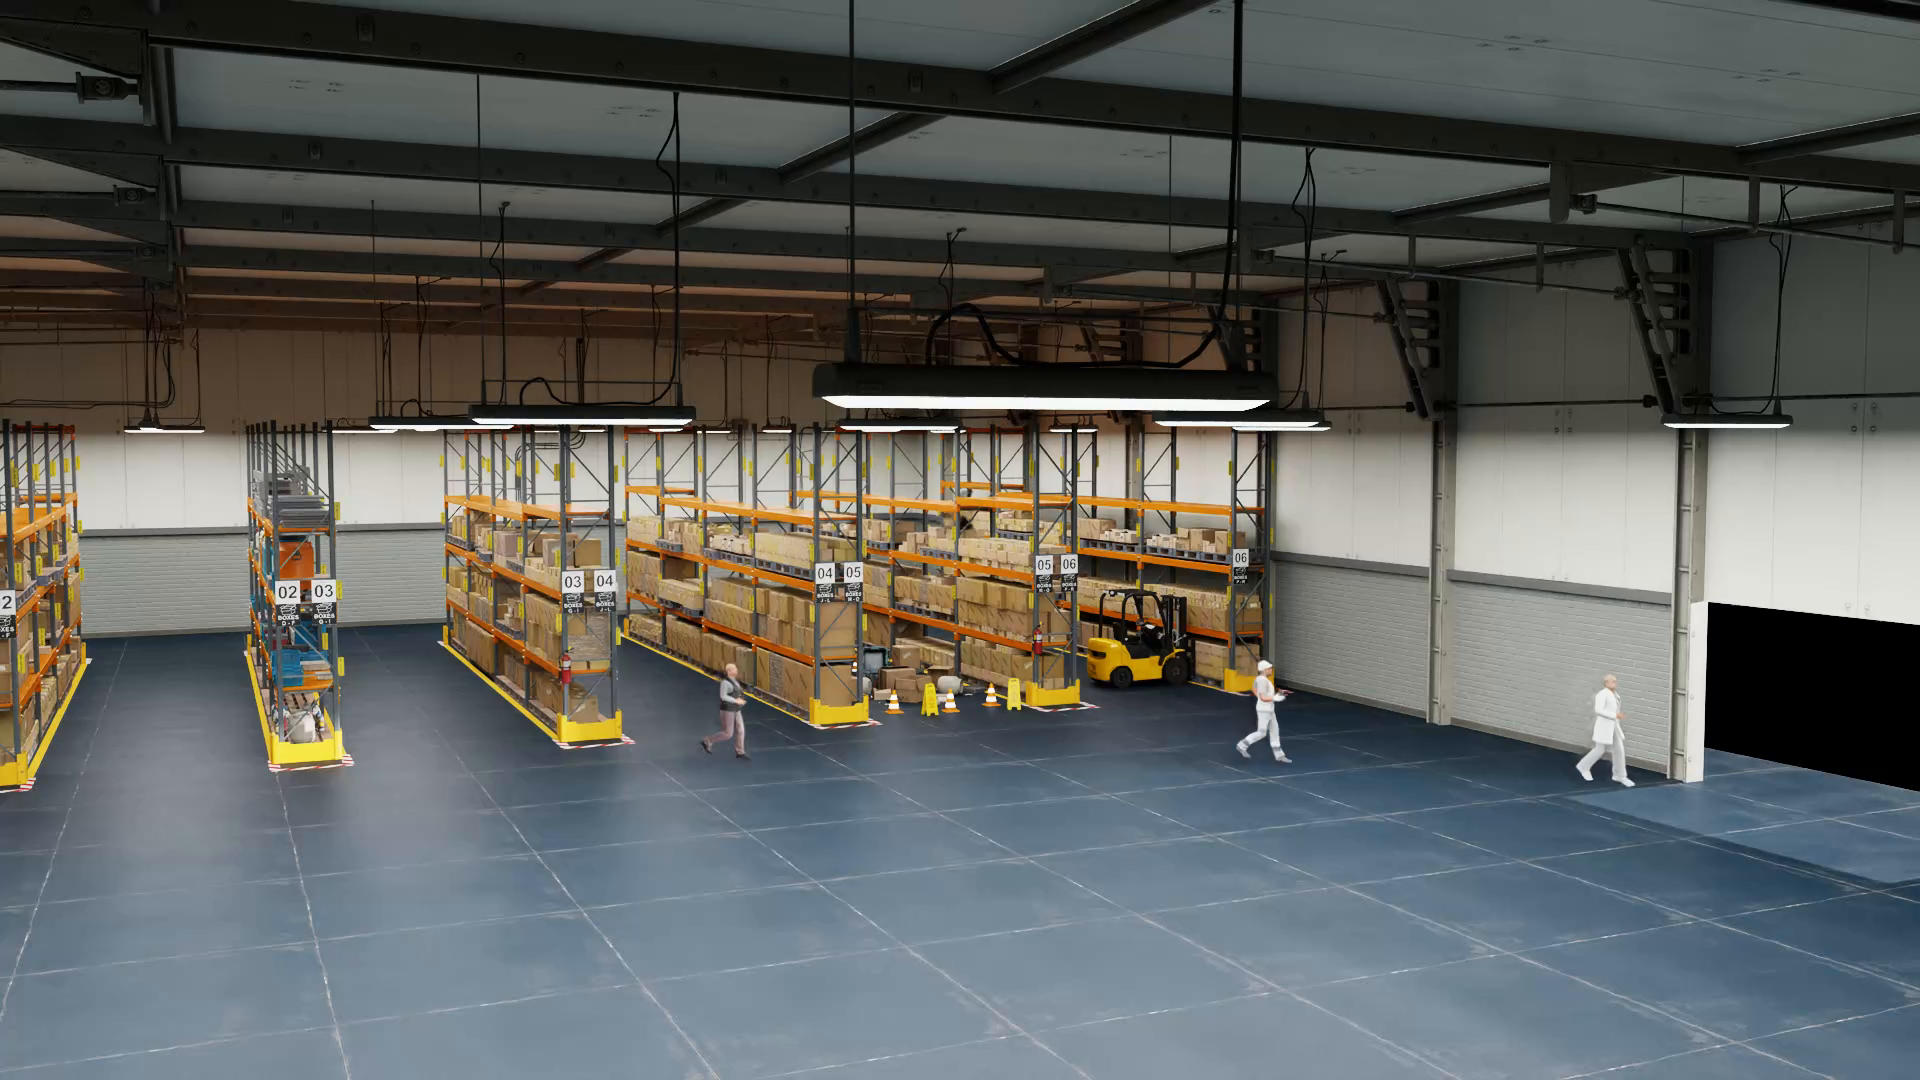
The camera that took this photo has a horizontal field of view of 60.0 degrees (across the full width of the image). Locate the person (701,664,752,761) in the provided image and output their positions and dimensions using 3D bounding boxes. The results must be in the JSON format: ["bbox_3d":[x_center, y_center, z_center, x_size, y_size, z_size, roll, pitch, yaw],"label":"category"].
[{"bbox_3d":[-4.105,3.037,29.417,0.889,1.725,0.670,1,4,13],"label":"person"}]

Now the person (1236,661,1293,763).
[{"bbox_3d":[5.311,2.994,28.984,0.987,1.786,0.656,1,4,16],"label":"person"}]

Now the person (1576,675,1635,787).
[{"bbox_3d":[10.639,3.106,27.373,0.736,1.800,0.953,-3,5,-41],"label":"person"}]

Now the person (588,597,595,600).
[{"bbox_3d":[-10.597,1.883,47.779,0.735,1.808,0.696,2,4,32],"label":"person"}]
